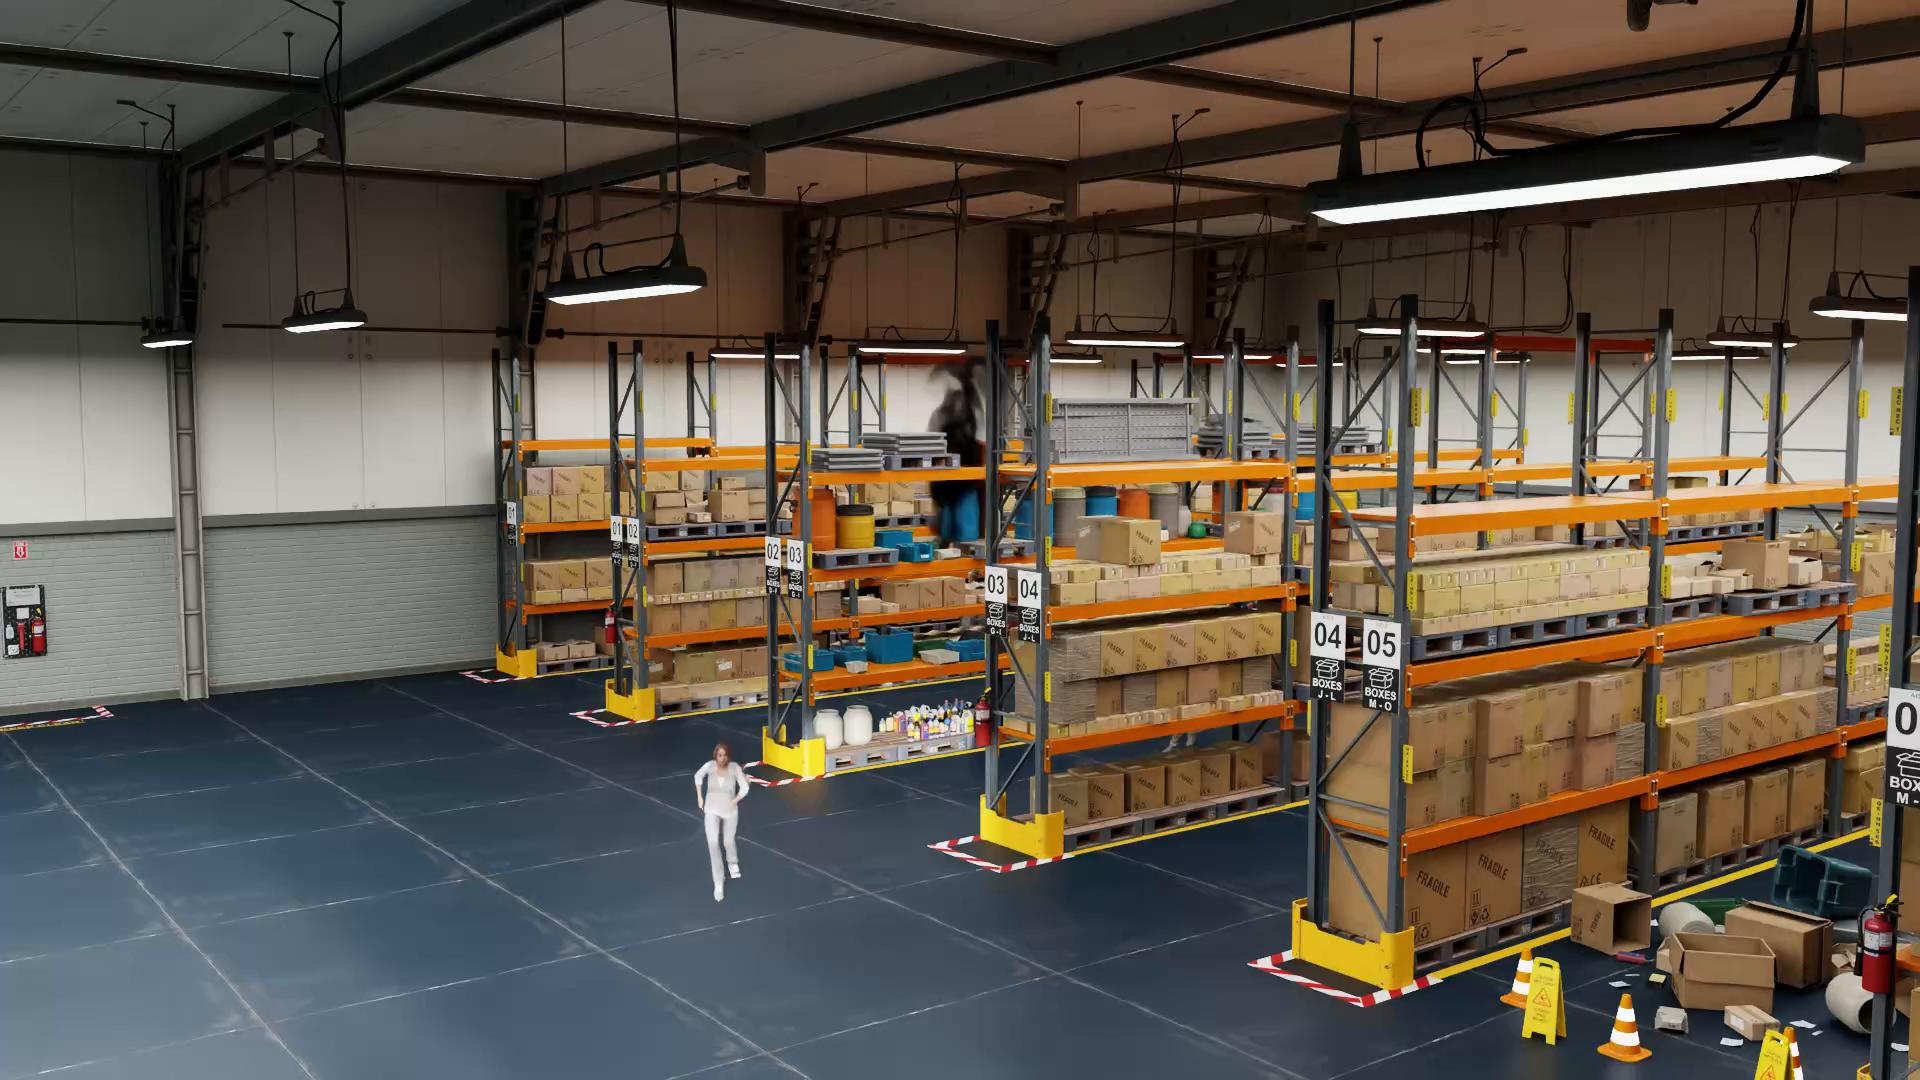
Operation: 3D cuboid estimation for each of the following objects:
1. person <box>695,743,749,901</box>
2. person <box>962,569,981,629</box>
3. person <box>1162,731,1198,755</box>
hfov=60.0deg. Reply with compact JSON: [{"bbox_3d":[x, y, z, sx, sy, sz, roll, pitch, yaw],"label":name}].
[{"bbox_3d":[-2.476,2.859,17.323,0.566,1.589,0.841,0,5,-6],"label":"person"},{"bbox_3d":[0.248,1.397,33.644,0.554,1.659,0.616,-4,6,-37],"label":"person"},{"bbox_3d":[3.029,2.013,22.697,0.825,1.768,0.686,-5,7,-43],"label":"person"}]
